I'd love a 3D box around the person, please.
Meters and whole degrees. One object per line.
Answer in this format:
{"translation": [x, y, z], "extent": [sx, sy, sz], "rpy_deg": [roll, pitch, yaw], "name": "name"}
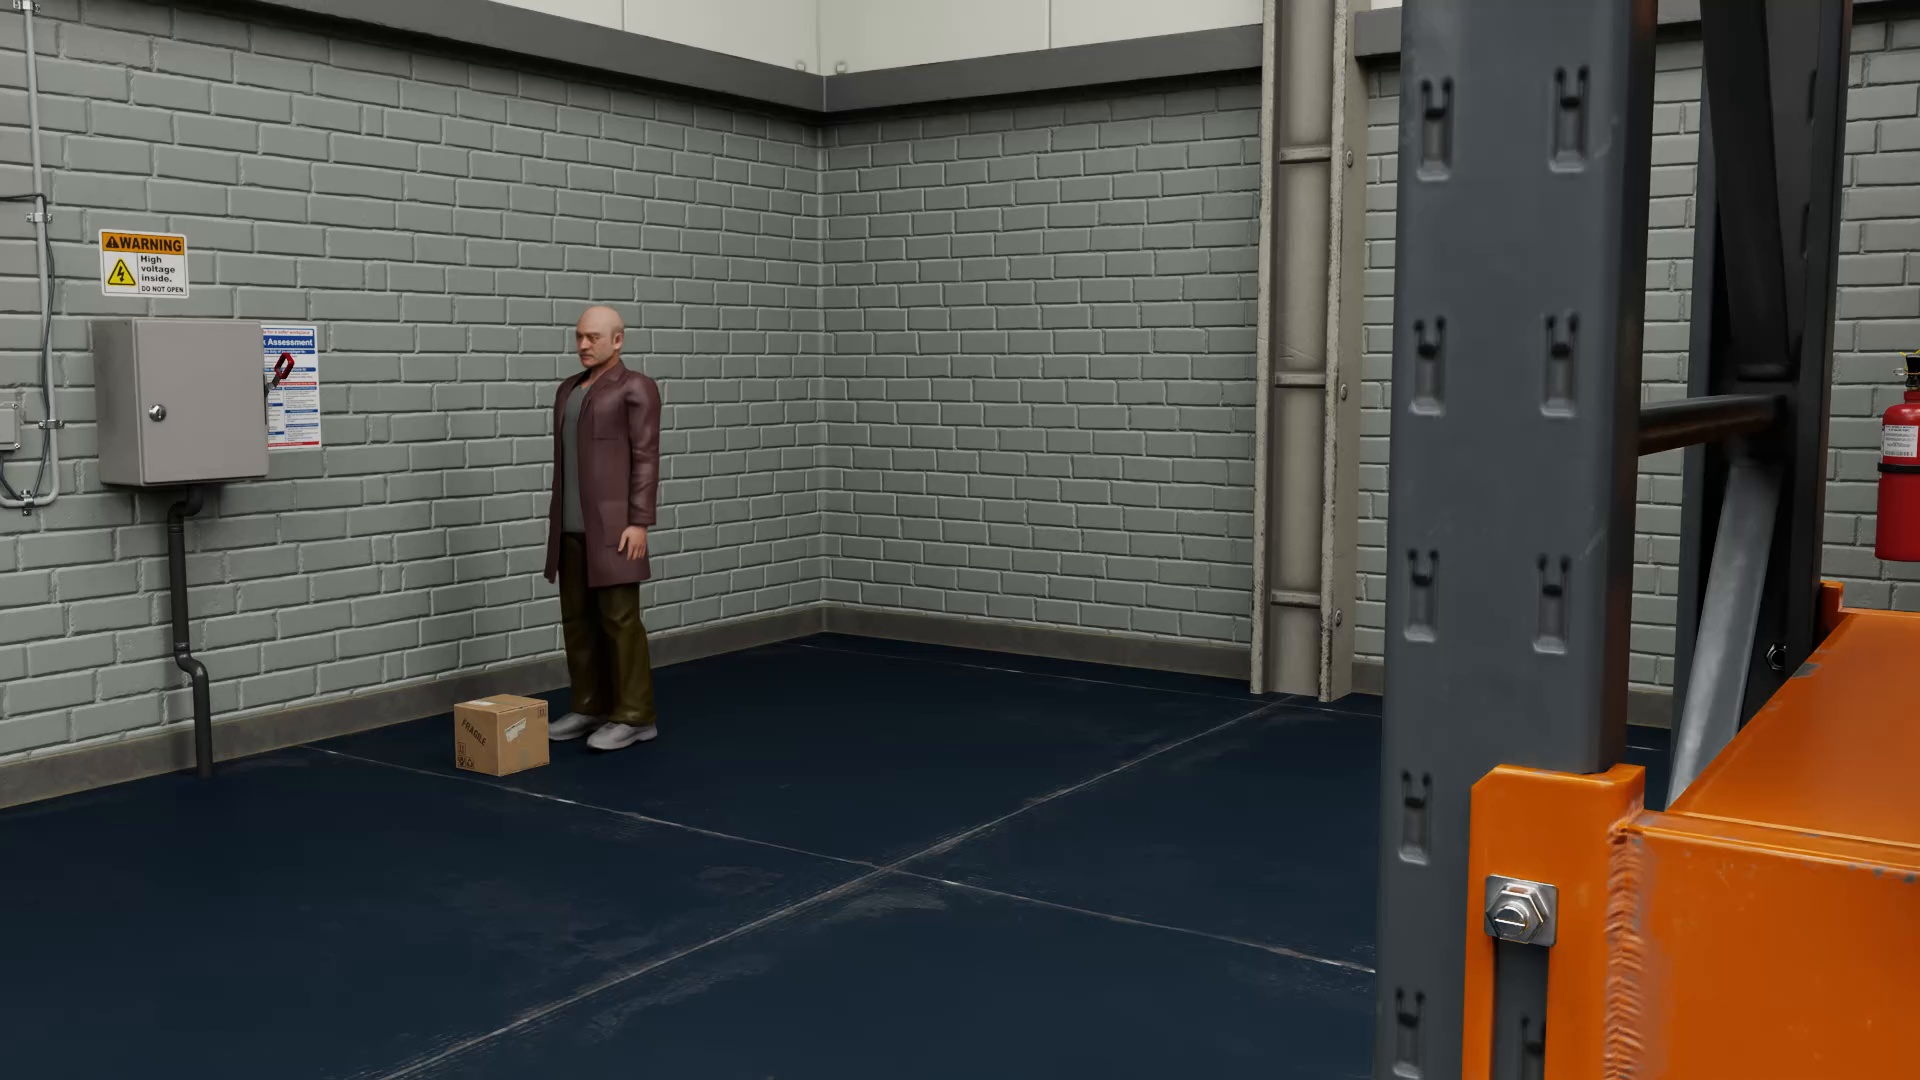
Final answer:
{"translation": [-1.461, -0.052, 6.755], "extent": [0.563, 1.776, 0.378], "rpy_deg": [4, 8, 35], "name": "person"}
